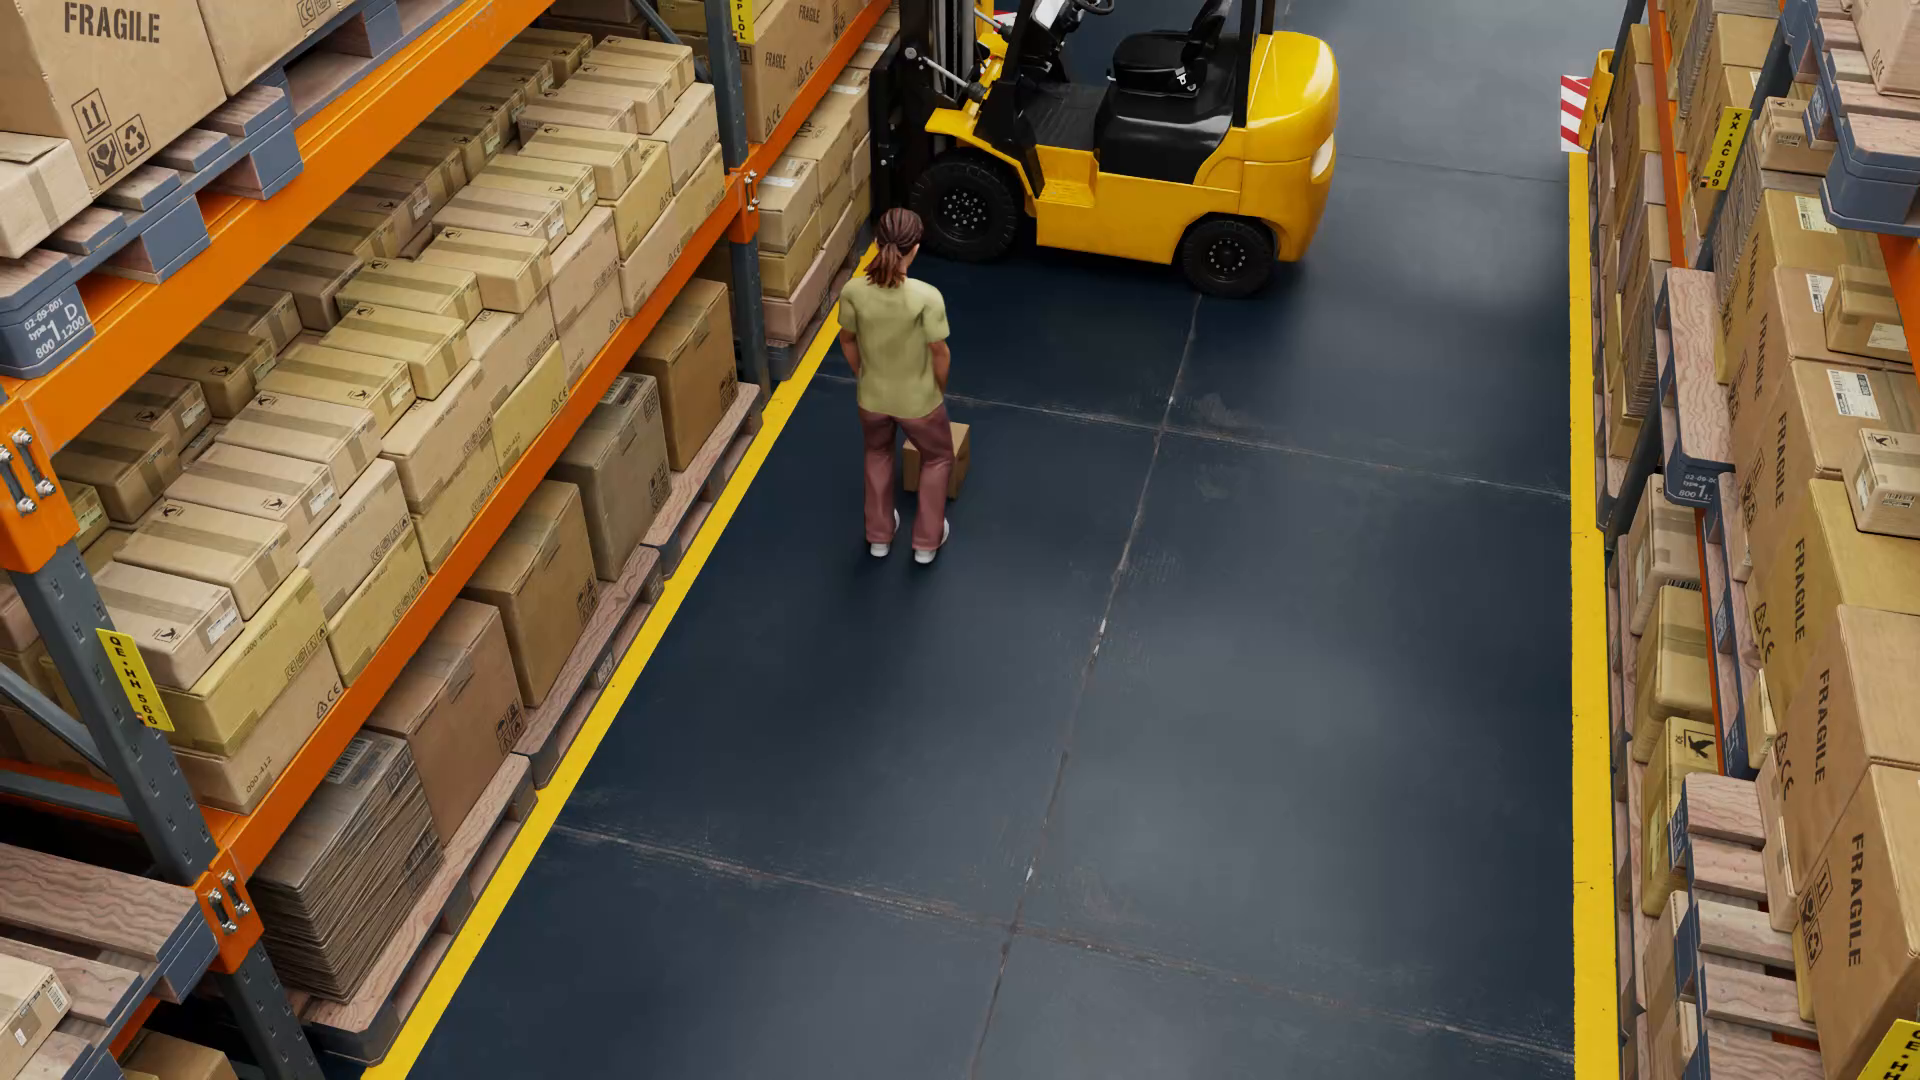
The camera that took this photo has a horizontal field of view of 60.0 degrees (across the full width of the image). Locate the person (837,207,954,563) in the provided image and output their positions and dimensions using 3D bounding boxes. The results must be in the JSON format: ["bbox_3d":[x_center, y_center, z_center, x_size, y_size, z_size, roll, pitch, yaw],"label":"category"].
[{"bbox_3d":[-0.260,-0.611,6.903,0.470,1.628,0.386,11,42,12],"label":"person"}]
